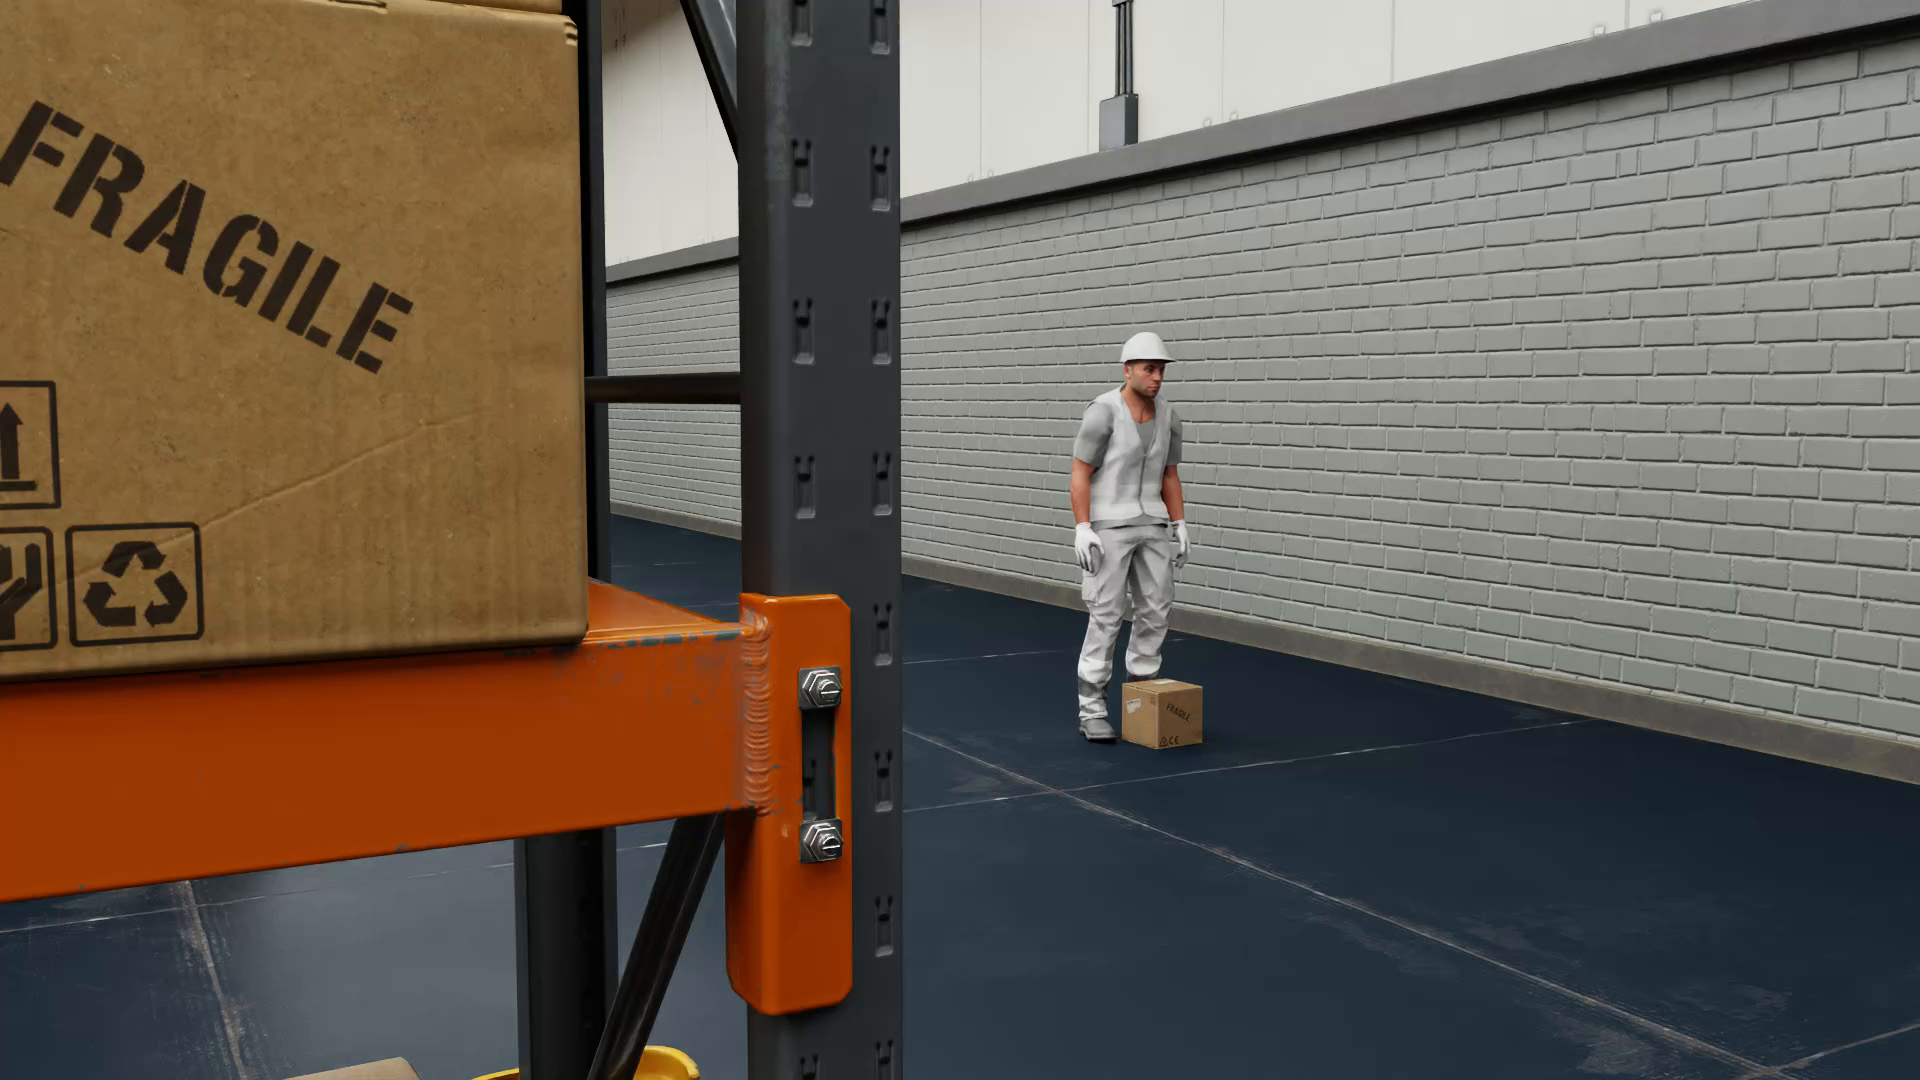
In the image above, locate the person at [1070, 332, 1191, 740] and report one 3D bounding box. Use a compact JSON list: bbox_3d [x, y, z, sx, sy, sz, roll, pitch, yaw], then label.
[{"bbox_3d":[0.761,-0.022,7.359,0.607,1.779,0.452,-3,6,-29],"label":"person"}]
